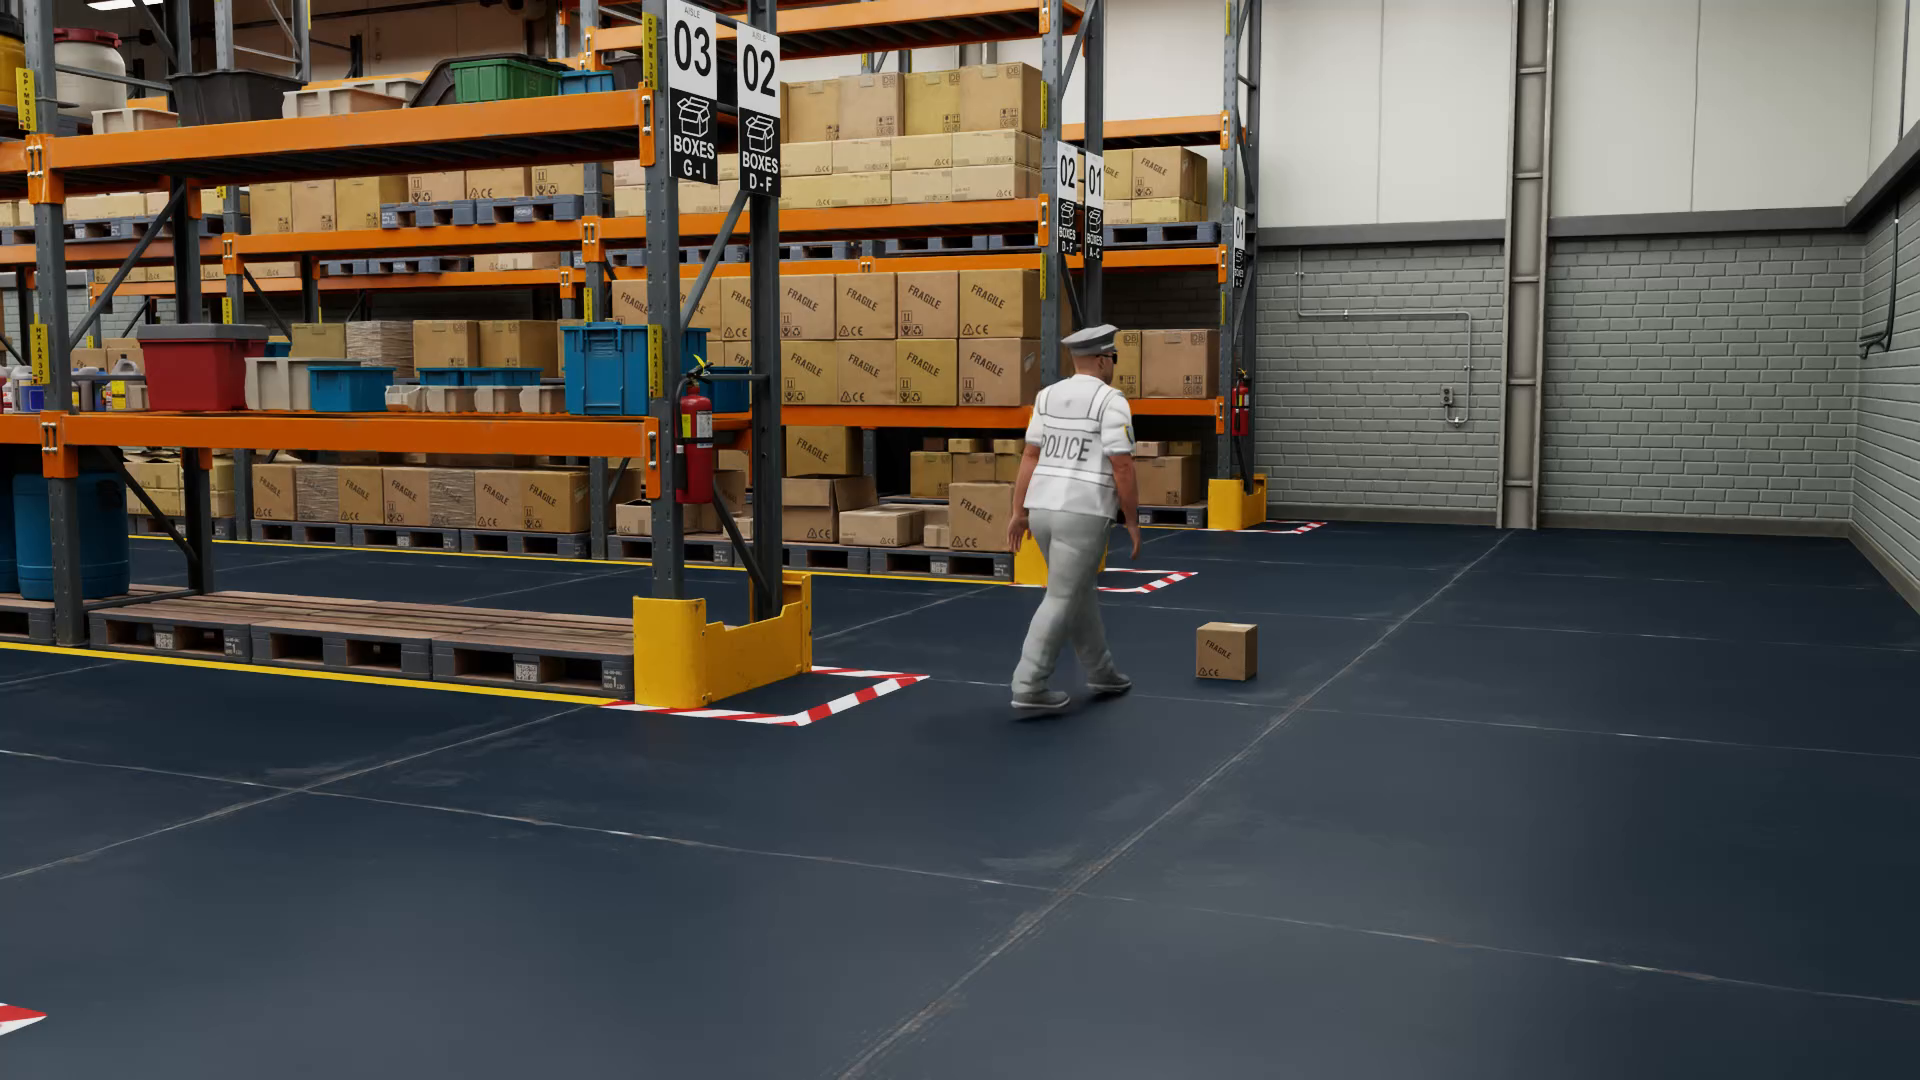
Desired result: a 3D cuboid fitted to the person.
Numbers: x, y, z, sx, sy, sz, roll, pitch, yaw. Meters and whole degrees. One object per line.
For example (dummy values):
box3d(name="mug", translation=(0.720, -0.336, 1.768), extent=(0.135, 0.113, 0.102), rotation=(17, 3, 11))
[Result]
box3d(name="person", translation=(0.574, -0.113, 7.543), extent=(0.912, 1.723, 0.569), rotation=(-4, 7, -39))
